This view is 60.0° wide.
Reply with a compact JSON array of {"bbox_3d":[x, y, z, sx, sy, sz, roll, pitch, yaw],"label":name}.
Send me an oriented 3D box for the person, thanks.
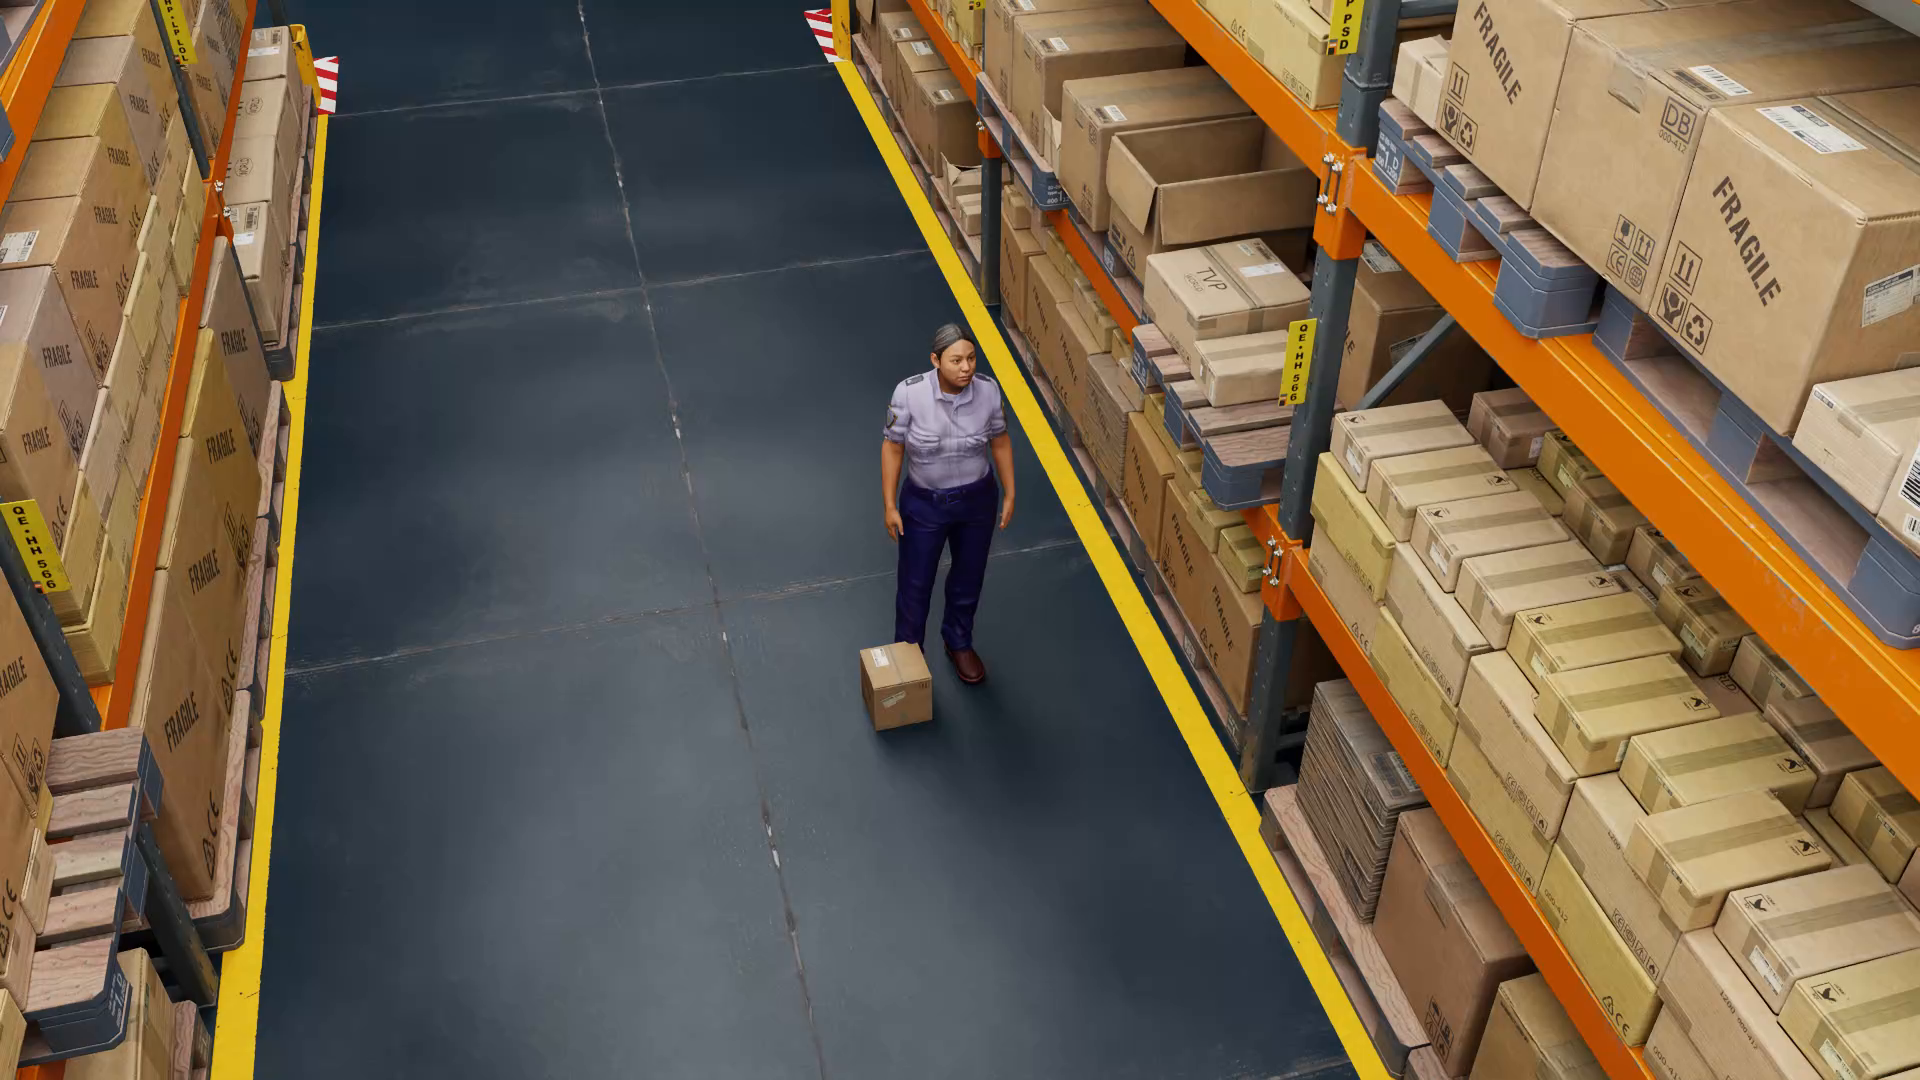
[{"bbox_3d":[-0.041,-0.085,6.823,0.598,1.641,0.504,-9,39,-12],"label":"person"}]
